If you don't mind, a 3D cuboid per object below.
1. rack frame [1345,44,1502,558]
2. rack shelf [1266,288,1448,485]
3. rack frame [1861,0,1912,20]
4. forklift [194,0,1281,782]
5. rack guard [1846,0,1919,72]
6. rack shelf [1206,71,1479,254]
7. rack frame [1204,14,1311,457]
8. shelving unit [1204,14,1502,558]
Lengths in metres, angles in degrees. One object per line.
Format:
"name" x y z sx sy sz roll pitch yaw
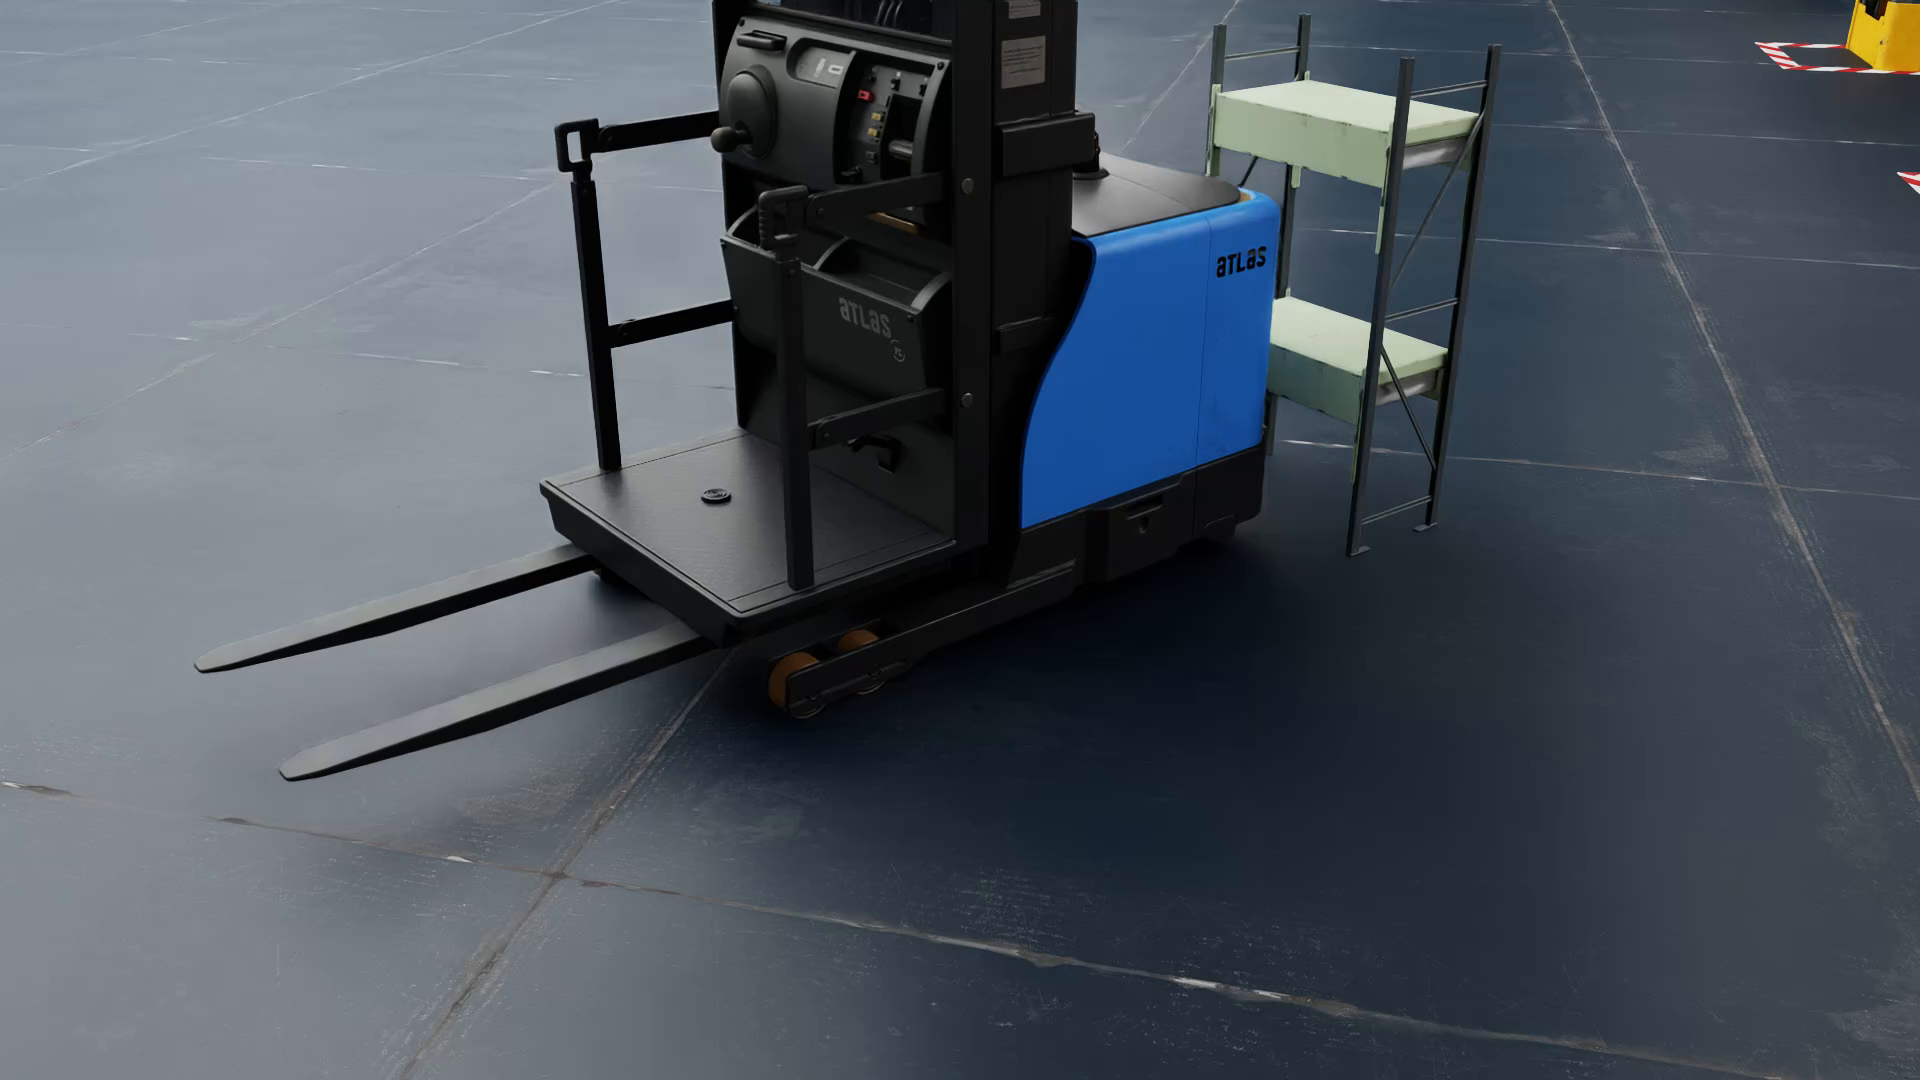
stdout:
"rack frame" 1.363 -0.676 4.926 0.400 1.500 0.023 -17 30 -32
"rack shelf" 1.151 -0.510 5.335 0.431 0.370 0.720 -17 30 -32
"rack frame" 7.349 -5.230 12.745 0.127 3.000 1.000 6 26 13
"forklift" -0.505 -1.119 4.191 3.031 2.935 1.130 -19 32 -35
"rack guard" 7.423 -4.093 13.265 0.348 0.500 1.175 6 26 13
"rack shelf" 1.151 -1.157 5.027 0.431 0.370 0.720 -17 30 -32
"rack frame" 0.939 -0.933 5.464 0.400 1.500 0.023 -17 30 -32
"shelving unit" 1.151 -0.805 5.195 0.431 1.500 0.755 -17 30 -32
